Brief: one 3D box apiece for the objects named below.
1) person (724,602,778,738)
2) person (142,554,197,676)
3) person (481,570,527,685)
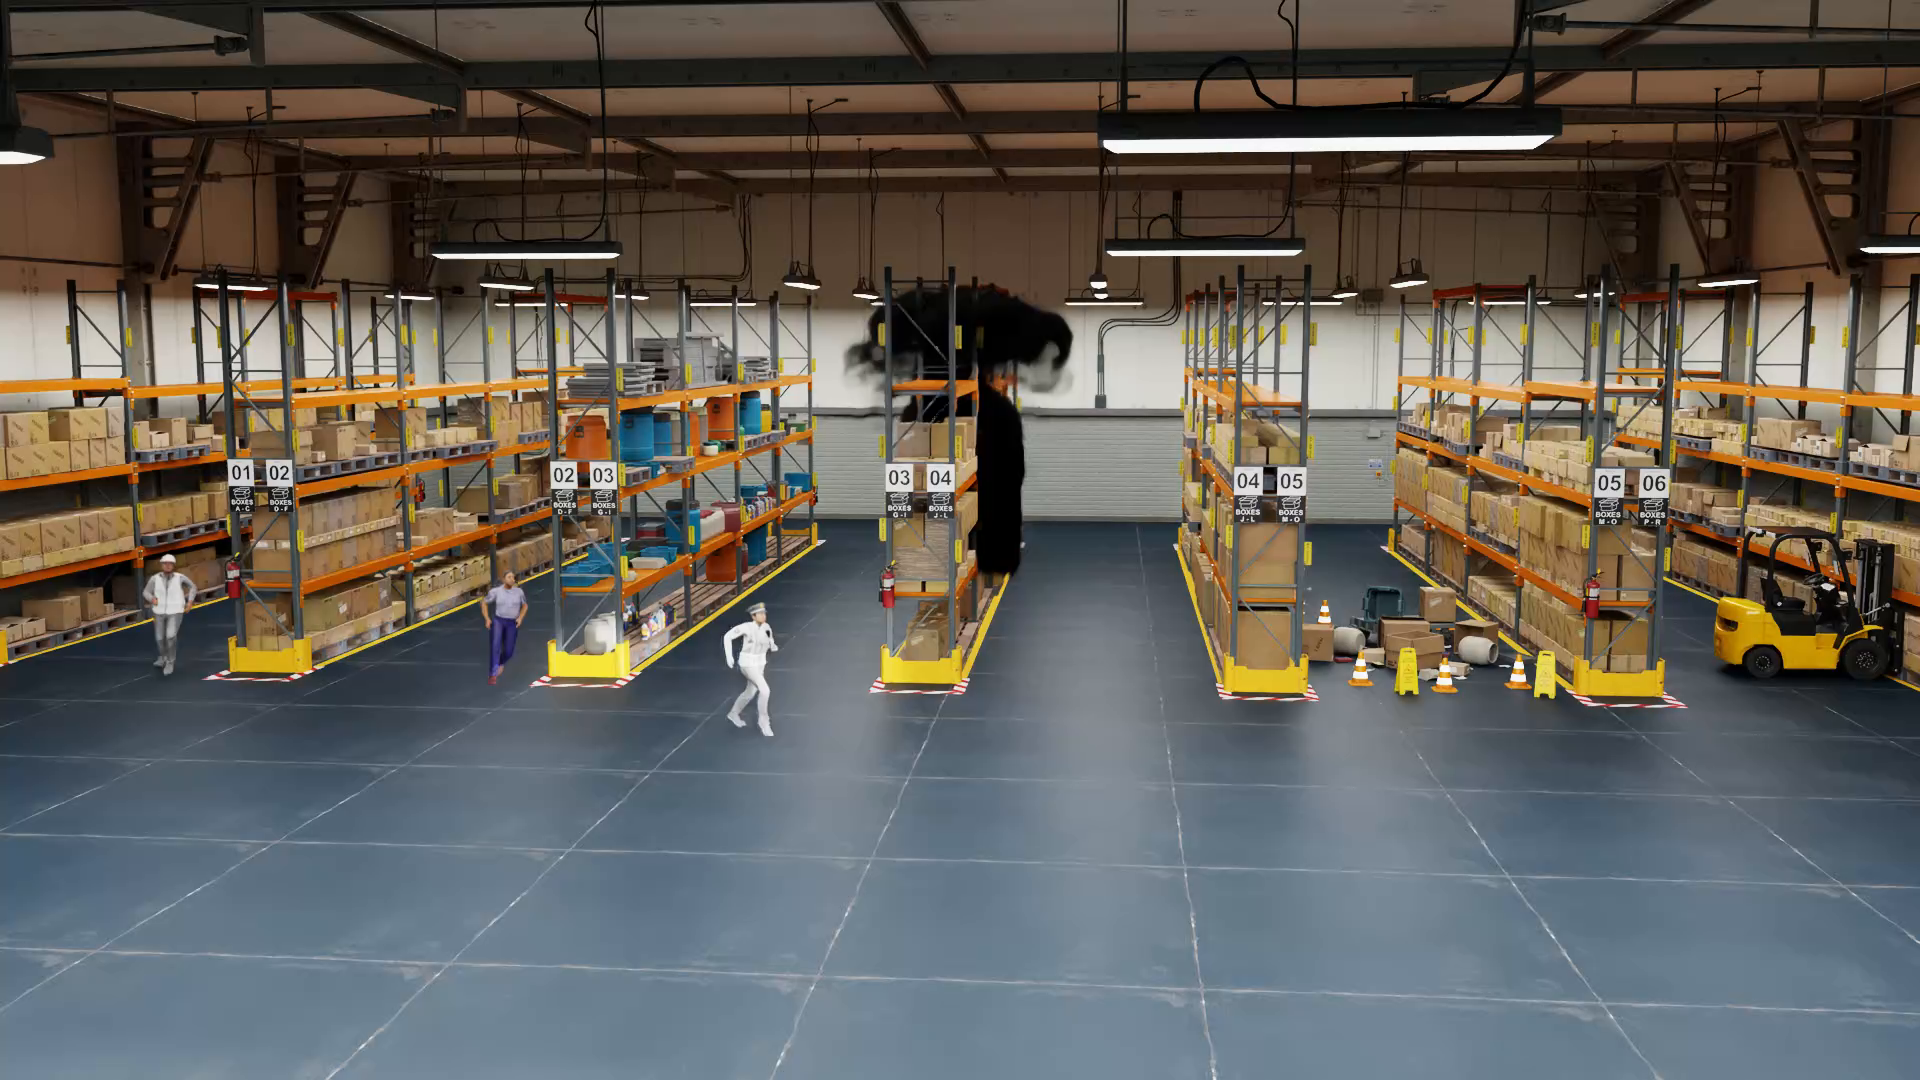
[{"bbox_3d":[-2.647,1.626,21.050,0.827,1.725,0.636,5,9,37],"label":"person"},{"bbox_3d":[-11.886,1.110,25.003,0.722,1.800,0.721,-2,7,-13],"label":"person"},{"bbox_3d":[-6.539,1.228,23.911,0.645,1.598,0.596,-3,8,-23],"label":"person"}]
